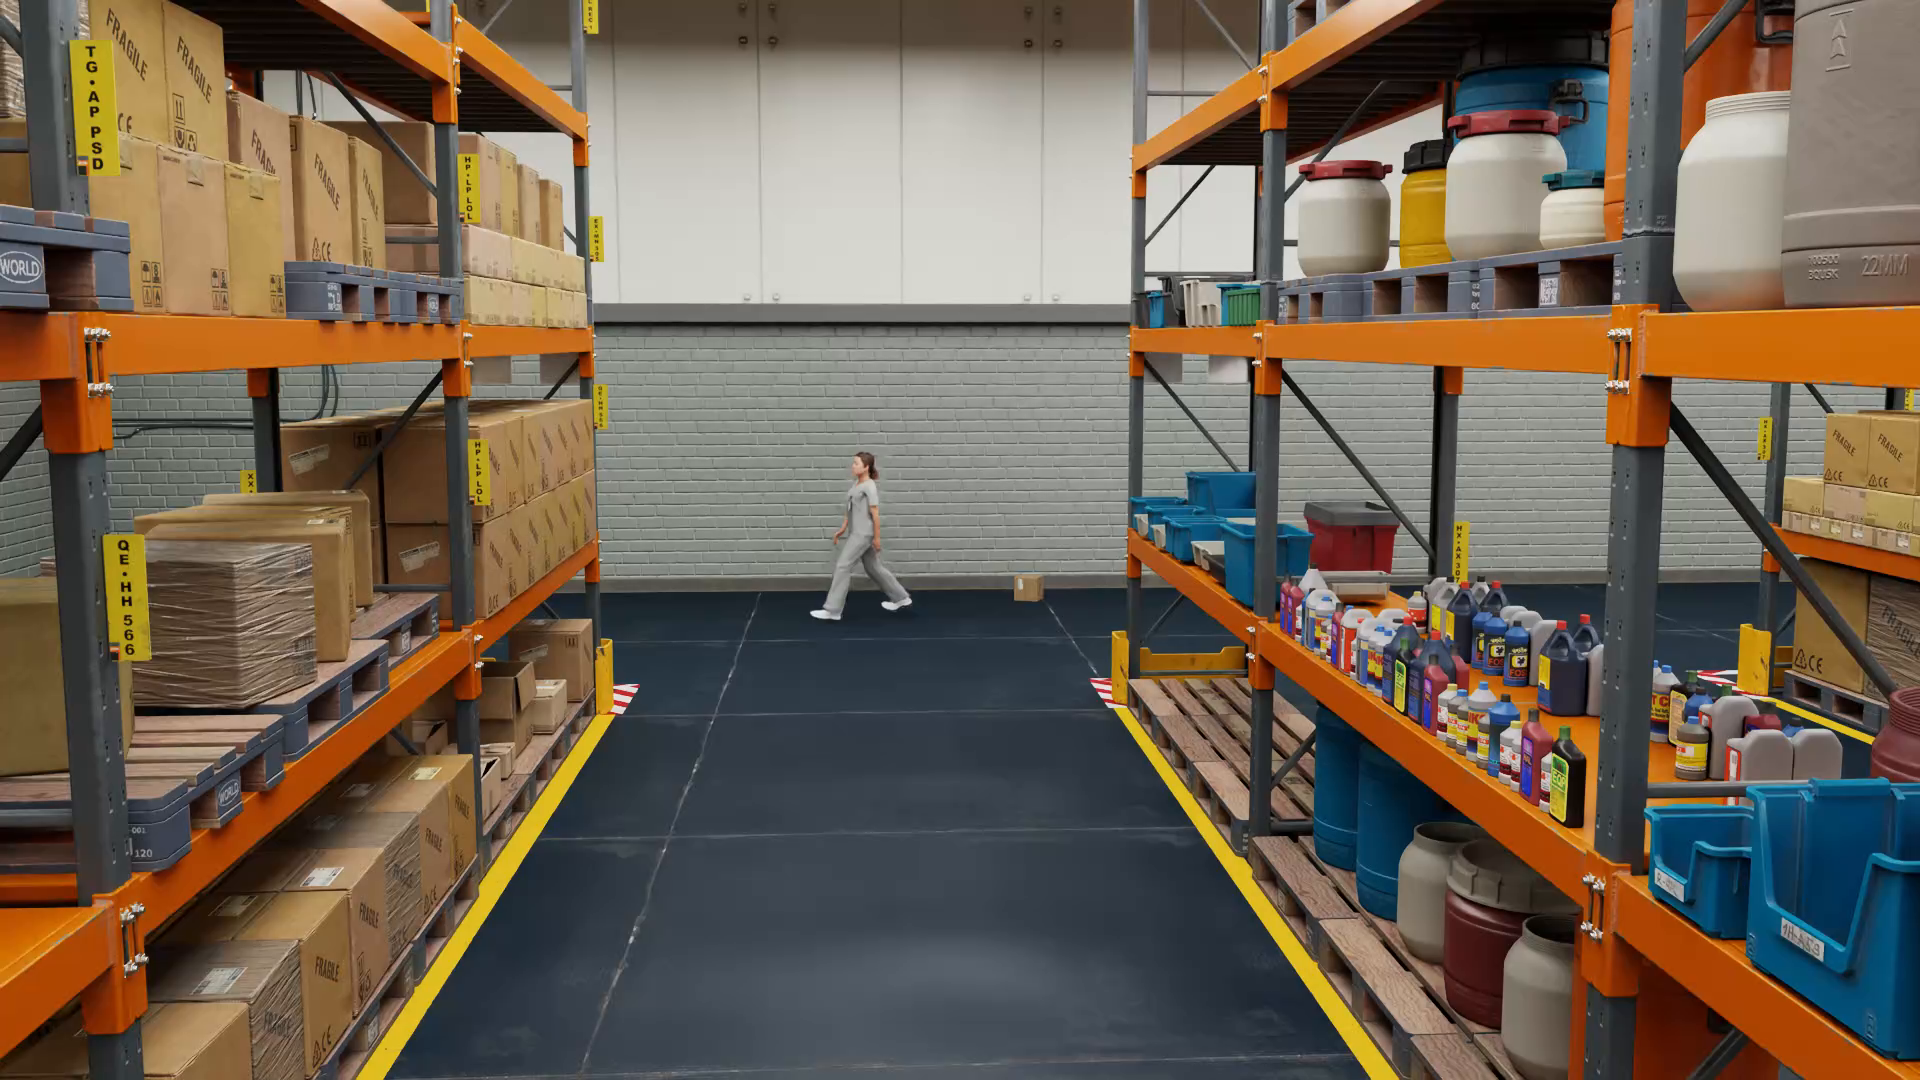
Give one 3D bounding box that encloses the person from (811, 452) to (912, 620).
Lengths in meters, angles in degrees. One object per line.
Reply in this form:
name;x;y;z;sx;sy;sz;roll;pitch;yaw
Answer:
person;-0.962;-0.049;16.170;1.046;1.617;0.444;-2;7;-16
